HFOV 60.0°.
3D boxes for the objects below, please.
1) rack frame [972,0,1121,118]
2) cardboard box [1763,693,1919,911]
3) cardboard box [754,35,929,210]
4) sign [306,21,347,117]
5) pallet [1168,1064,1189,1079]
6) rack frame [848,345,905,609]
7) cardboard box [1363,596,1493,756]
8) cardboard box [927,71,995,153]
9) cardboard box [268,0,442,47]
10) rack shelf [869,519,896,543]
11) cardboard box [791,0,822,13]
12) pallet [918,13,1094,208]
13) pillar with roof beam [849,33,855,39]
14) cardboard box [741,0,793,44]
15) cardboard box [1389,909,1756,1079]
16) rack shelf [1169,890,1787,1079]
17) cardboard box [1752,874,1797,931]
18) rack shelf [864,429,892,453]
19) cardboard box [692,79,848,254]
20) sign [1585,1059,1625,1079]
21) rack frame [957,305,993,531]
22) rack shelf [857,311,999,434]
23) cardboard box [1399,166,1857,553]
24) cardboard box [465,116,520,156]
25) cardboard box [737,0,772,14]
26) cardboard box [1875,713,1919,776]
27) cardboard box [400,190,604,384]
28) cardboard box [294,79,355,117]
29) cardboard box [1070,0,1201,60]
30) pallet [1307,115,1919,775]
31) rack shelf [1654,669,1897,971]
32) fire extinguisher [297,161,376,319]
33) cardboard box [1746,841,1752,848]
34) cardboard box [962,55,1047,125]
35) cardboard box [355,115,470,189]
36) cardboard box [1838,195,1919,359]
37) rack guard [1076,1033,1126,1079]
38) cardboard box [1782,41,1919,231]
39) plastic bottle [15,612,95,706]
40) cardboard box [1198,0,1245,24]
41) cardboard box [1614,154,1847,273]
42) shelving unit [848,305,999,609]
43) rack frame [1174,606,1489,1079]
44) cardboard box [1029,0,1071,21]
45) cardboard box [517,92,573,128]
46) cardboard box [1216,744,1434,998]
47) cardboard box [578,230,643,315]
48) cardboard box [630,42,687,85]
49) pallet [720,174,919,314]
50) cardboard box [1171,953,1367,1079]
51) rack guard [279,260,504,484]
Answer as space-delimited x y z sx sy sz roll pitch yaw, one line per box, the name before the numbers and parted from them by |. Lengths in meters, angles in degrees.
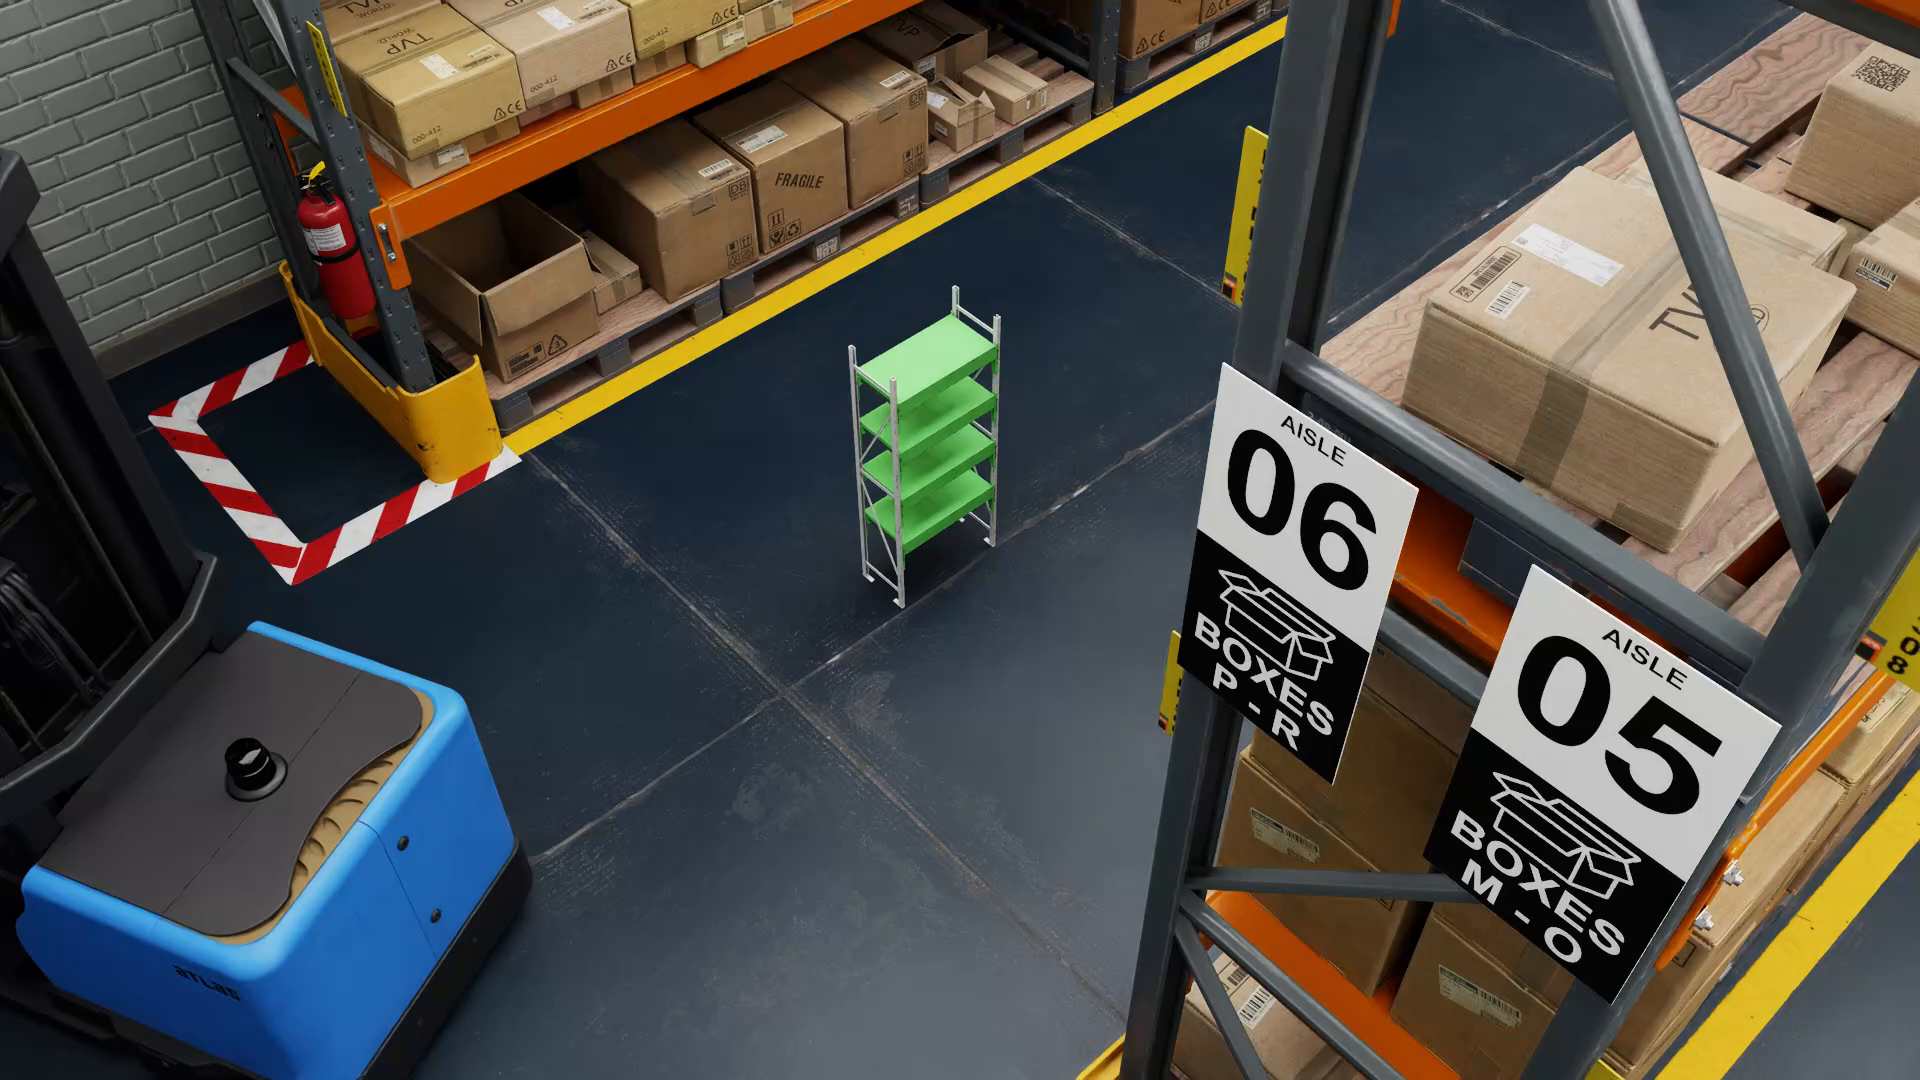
rack frame | 0.443 -3.577 8.063 0.127 3.000 1.000 -34 56 -27
cardboard box | 1.750 0.384 3.660 0.500 0.500 0.500 -35 56 -28
cardboard box | -0.573 -2.059 8.078 0.500 0.500 0.700 -36 57 -28
sign | -2.151 -1.598 5.647 0.005 0.325 0.100 -34 56 -27
pallet | 1.365 1.606 5.178 1.213 0.211 1.003 -34 56 -27
rack frame | -0.303 -0.204 6.175 0.015 1.200 0.240 -34 56 -27
cardboard box | 0.956 0.219 3.371 0.250 0.149 0.380 -33 55 -27
cardboard box | -0.036 -2.180 8.349 0.258 0.266 0.396 -32 55 -26
cardboard box | -2.355 -2.021 6.527 0.500 0.250 0.500 -32 55 -26
rack shelf | -0.122 -0.138 6.489 0.442 0.029 0.199 -34 56 -27
cardboard box | -0.777 -2.443 7.188 0.250 0.149 0.380 -34 56 -27
pallet | -0.066 -2.292 8.775 1.213 0.211 1.003 -34 56 -27
pillar with roof beam | 2.218 -3.416 3.832 0.400 9.000 9.100 -34 56 -27
cardboard box | -0.921 -2.278 7.035 0.250 0.149 0.380 -33 55 -26
cardboard box | 1.374 0.983 3.787 0.500 0.500 0.500 -34 56 -27
rack shelf | 2.305 0.353 4.926 4.000 0.370 1.077 -34 56 -27
cardboard box | 1.729 0.718 4.032 0.500 0.500 0.500 -35 56 -28
rack shelf | -0.122 -0.464 6.136 0.442 0.029 0.199 -34 56 -27
cardboard box | -0.883 -1.753 7.795 0.500 0.500 0.500 -33 55 -27
sign | 1.195 1.083 3.121 0.005 0.325 0.100 -34 56 -27
rack frame | 0.058 -0.446 6.398 0.006 1.046 0.228 -34 56 -27
rack shelf | -0.122 -0.607 5.981 0.480 0.148 0.258 -34 56 -27
cardboard box | 1.098 -0.316 2.761 0.500 0.250 0.500 34 56 27
cardboard box | -1.932 -1.678 6.482 0.250 0.149 0.380 -32 55 -26
cardboard box | -0.890 -2.493 6.962 0.500 0.250 0.500 -35 56 -28
cardboard box | 2.126 0.125 3.899 0.500 0.500 0.500 -34 56 -27
cardboard box | -2.000 -1.146 7.232 0.637 0.503 0.797 -36 57 -28
cardboard box | -2.452 -1.824 6.616 0.250 0.149 0.380 -34 56 -28
cardboard box | 0.952 -2.988 8.935 0.500 0.500 0.500 -31 55 -26
pallet | 1.368 -0.261 3.023 1.213 0.211 1.003 -34 56 -27
rack shelf | 5.639 2.539 1.888 4.000 1.870 10.987 -34 56 -27
fire extinguisher | -2.314 -1.122 6.104 0.183 0.674 0.296 -34 56 -27
cardboard box | 1.275 0.480 3.129 0.250 0.149 0.380 -33 55 -26
cardboard box | 0.229 -2.317 8.554 0.250 0.149 0.380 -35 56 -28
cardboard box | -2.089 -1.527 6.342 0.250 0.149 0.380 -34 56 -27
cardboard box | 1.785 -0.423 2.929 0.250 0.149 0.380 -32 55 -26
rack guard | 0.808 1.958 4.657 0.348 0.500 1.175 -34 56 -27
cardboard box | 1.967 -0.778 3.146 0.500 0.311 0.500 -33 55 -27
plastic bottle | 9.047 1.655 4.088 18.851 1.306 14.253 35 56 28
cardboard box | 1.340 -3.257 9.182 0.500 0.500 0.500 -34 56 -28
cardboard box | 1.354 -0.532 3.030 0.380 0.149 0.250 35 56 28
shelving unit | 7.177 1.156 4.921 8.595 1.200 13.061 -34 56 -27
rack frame | 0.823 1.096 3.751 0.053 2.616 0.949 -34 56 -27
cardboard box | 0.904 -3.513 9.317 1.298 0.649 0.516 -32 55 -26
cardboard box | -1.760 -1.827 6.619 0.250 0.149 0.380 -34 56 -28
cardboard box | 1.004 0.682 4.065 0.500 0.500 0.500 -33 56 -27
cardboard box | -1.660 -1.214 7.537 0.250 0.149 0.380 -36 57 -28
cardboard box | -1.340 -2.053 6.827 0.250 0.149 0.380 -33 55 -27
pallet | -0.969 -1.686 8.215 1.213 0.211 1.003 -34 56 -27
cardboard box | 1.247 1.444 4.888 0.875 0.438 0.875 -36 57 -28
rack guard | -2.460 -0.789 7.191 0.348 0.500 1.175 -34 56 -27
